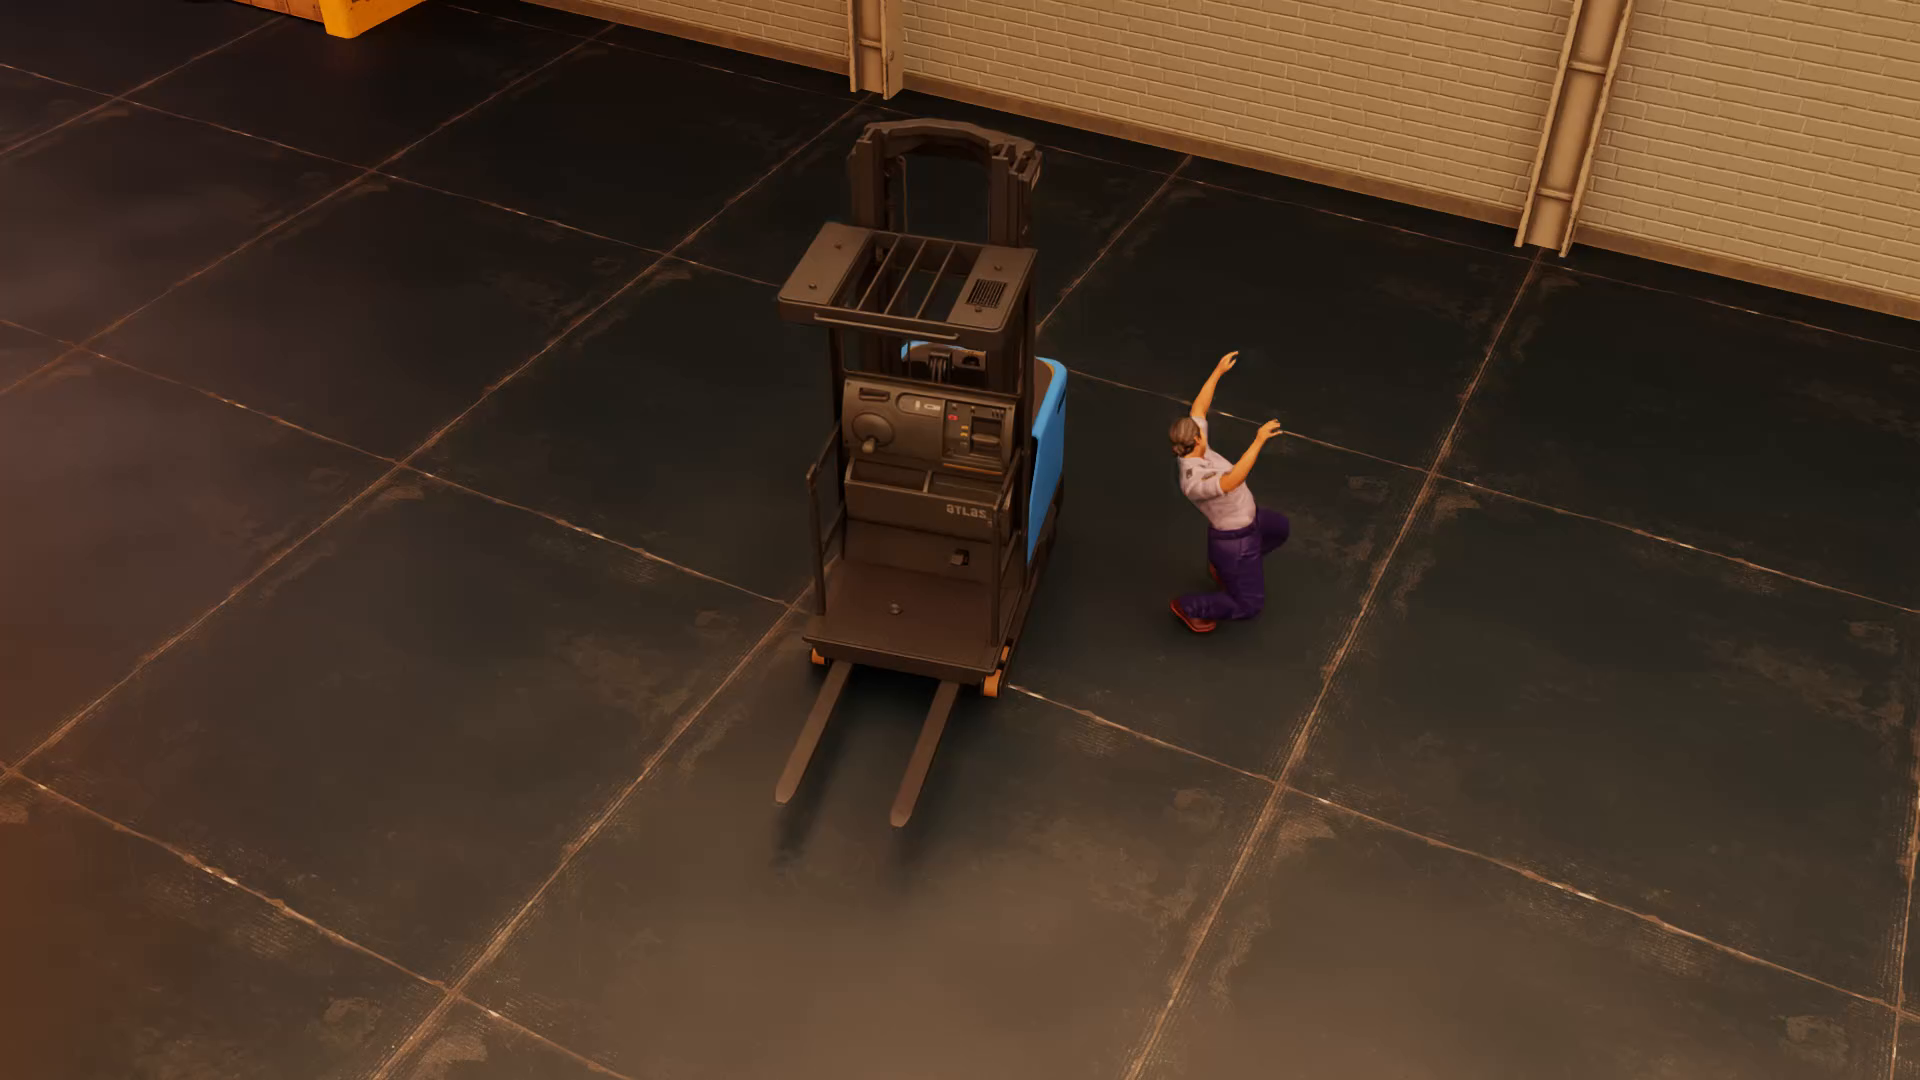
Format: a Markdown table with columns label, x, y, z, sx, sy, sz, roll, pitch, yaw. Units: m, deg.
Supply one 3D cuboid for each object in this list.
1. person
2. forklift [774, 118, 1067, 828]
| label | x | y | z | sx | sy | sz | roll | pitch | yaw |
| --- | --- | --- | --- | --- | --- | --- | --- | --- | --- |
| person | 1.513 | -0.229 | 9.336 | 0.751 | 1.580 | 0.956 | 6 | 41 | 7 |
| forklift | -0.222 | -0.527 | 8.612 | 1.130 | 2.935 | 3.031 | 10 | 41 | 11 |
